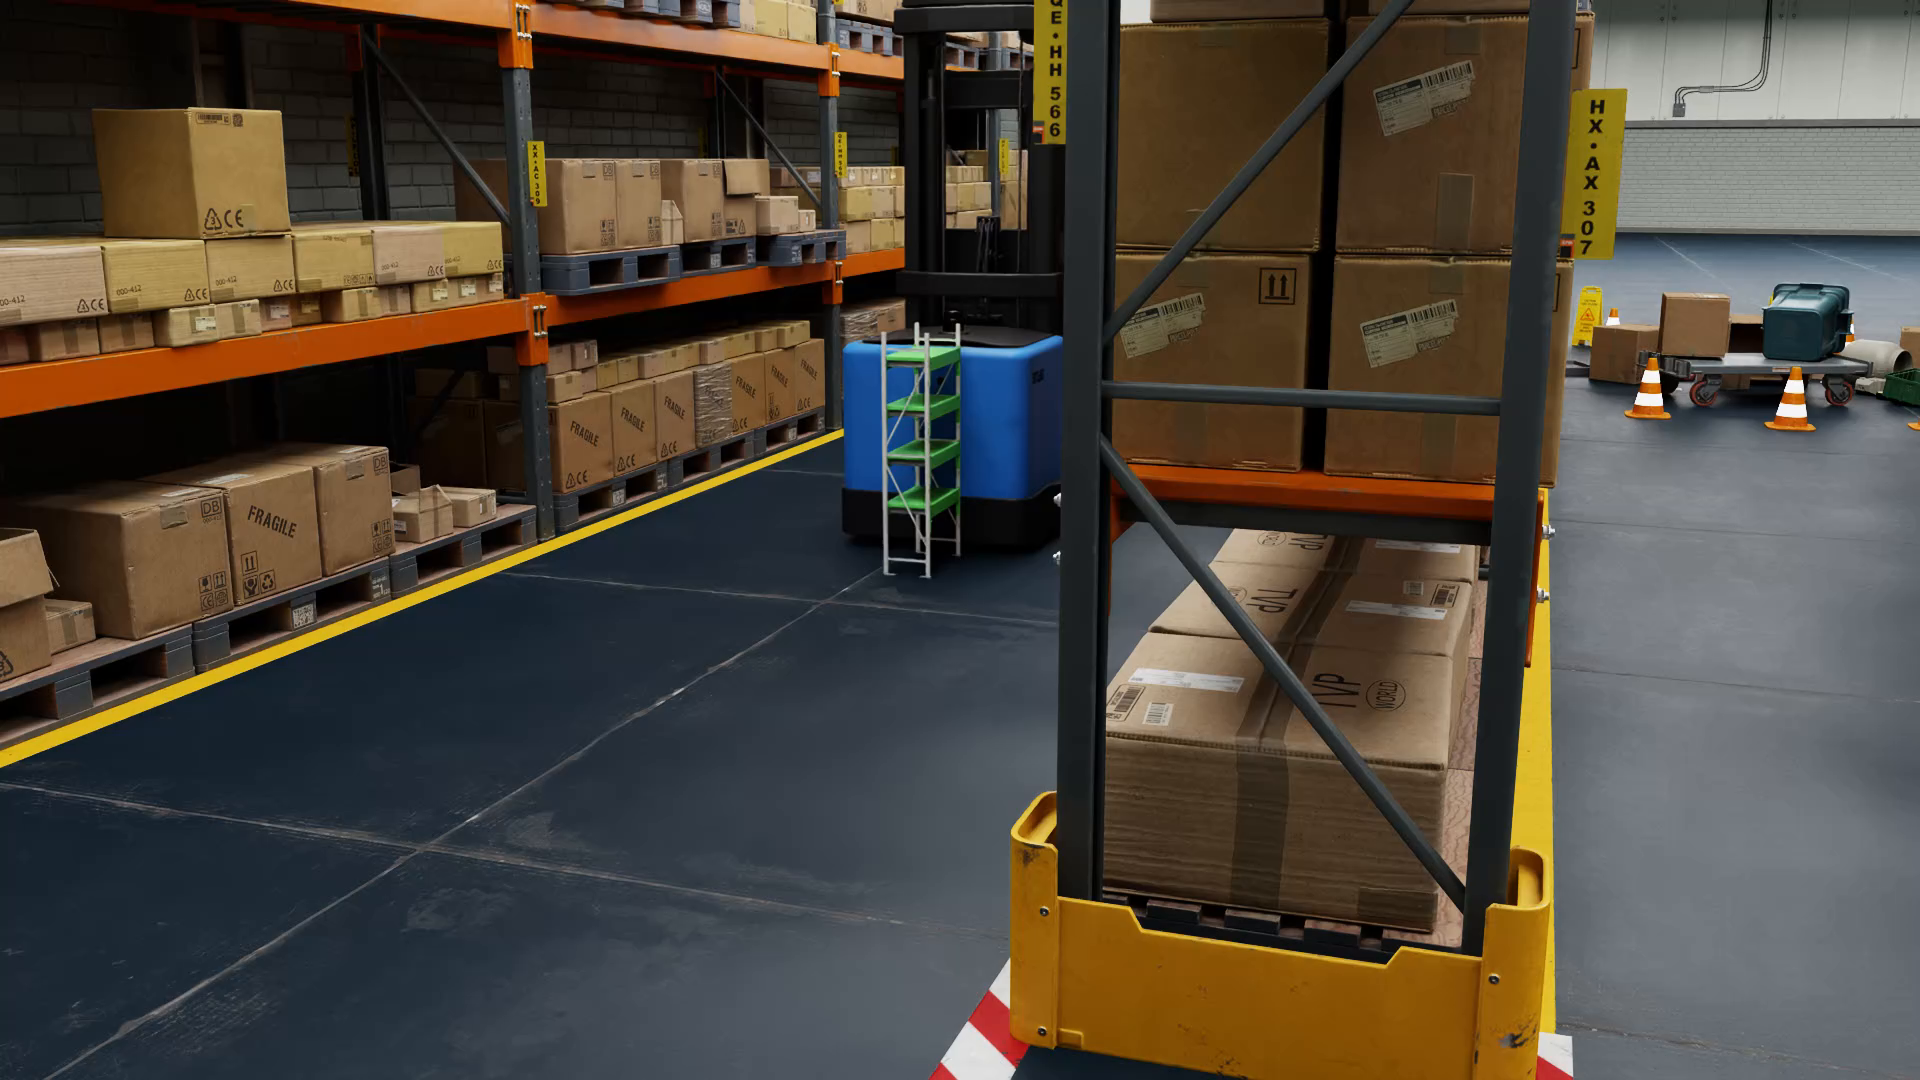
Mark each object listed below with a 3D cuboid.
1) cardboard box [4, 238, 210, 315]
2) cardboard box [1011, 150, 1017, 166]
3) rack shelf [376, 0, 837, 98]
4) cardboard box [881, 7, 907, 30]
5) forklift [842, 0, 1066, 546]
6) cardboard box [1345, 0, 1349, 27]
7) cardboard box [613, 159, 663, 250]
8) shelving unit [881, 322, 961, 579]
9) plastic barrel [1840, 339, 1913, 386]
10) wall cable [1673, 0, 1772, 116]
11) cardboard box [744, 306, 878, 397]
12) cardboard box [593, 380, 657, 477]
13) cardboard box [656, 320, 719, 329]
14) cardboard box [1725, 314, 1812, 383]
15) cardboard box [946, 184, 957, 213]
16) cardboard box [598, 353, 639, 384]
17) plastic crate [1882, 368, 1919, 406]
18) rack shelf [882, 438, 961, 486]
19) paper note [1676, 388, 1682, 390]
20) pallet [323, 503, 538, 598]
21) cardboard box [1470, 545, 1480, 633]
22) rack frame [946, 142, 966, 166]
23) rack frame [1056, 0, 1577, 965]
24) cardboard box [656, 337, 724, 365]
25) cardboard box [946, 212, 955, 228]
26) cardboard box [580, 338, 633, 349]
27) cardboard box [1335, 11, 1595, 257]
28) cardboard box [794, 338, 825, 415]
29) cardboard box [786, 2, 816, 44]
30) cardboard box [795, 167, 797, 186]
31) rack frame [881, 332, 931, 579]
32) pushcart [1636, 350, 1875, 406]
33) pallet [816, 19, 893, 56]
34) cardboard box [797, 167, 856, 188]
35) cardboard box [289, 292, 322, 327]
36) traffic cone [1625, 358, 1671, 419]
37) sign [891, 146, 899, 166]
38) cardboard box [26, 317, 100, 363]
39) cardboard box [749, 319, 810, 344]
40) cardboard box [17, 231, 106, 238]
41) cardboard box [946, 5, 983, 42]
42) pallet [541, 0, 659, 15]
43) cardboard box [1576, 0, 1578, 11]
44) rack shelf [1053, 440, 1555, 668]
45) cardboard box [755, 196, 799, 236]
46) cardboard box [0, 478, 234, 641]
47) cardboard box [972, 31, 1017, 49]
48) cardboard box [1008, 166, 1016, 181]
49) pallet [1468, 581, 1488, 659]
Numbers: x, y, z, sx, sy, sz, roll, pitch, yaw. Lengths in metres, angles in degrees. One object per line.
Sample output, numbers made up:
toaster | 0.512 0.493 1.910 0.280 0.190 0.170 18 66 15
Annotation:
cardboard box | -3.257 -1.013 6.353 0.500 0.250 0.500 4 13 17
cardboard box | 0.357 -3.850 16.764 0.380 0.149 0.250 4 13 17
rack shelf | -2.041 -3.027 10.384 1.077 0.370 4.000 4 14 18
cardboard box | -0.600 -4.450 13.610 0.500 0.500 0.500 5 14 20
forklift | 0.303 -1.680 9.762 1.130 2.935 3.031 4 13 17
cardboard box | 0.977 -1.453 4.684 0.380 0.149 0.250 4 14 18
cardboard box | -2.152 -1.942 9.588 0.700 0.500 0.500 5 14 19
shelving unit | -0.187 -0.457 8.292 0.258 1.200 0.503 4 13 17
plastic barrel | 8.230 -1.580 14.959 0.421 0.421 0.512 -8 15 -30
wall cable | 21.005 -14.676 45.424 2.305 6.003 0.169 4 14 18
cardboard box | -1.179 -1.514 13.271 0.875 0.625 0.625 5 14 20
cardboard box | -2.156 -0.678 9.893 0.500 0.500 0.500 4 14 18
cardboard box | -1.969 -1.497 12.022 0.380 0.149 0.250 5 14 20
cardboard box | 7.425 -1.763 15.278 0.797 0.637 0.503 4 14 18
cardboard box | -0.347 -3.011 14.653 0.500 0.250 0.500 5 14 20
cardboard box | -2.156 -1.030 9.976 0.380 0.149 0.250 4 13 17
plastic crate | 8.131 -1.275 14.022 0.662 0.188 0.450 -11 27 -40
rack shelf | -0.187 -0.394 8.306 0.258 0.148 0.480 4 13 17
paper note | 6.384 -1.363 14.891 0.148 0.019 0.142 4 14 18
pallet | -2.911 0.010 8.470 1.003 0.211 1.213 4 14 18
cardboard box | 1.705 0.031 6.923 0.875 0.438 0.875 4 13 18
rack frame | -0.097 -3.178 16.171 0.949 2.616 0.053 4 14 18
rack frame | 0.715 -0.295 3.540 1.000 3.000 0.127 4 14 18
cardboard box | -1.770 -1.239 10.892 0.380 0.149 0.250 4 13 16
cardboard box | -0.362 -2.772 14.728 0.500 0.250 0.500 4 14 19
cardboard box | -2.353 -1.221 10.813 0.380 0.149 0.250 4 13 16
cardboard box | 1.140 -0.912 3.771 0.500 0.500 0.500 4 13 17
cardboard box | -1.327 -1.218 12.256 0.500 0.500 0.500 5 14 20
cardboard box | -1.330 -3.600 11.615 0.500 0.250 0.500 4 13 17
cardboard box | -1.501 -2.847 13.040 0.380 0.149 0.250 5 14 20
rack frame | -0.261 -0.405 8.065 0.240 1.200 0.015 4 13 17
pushcart | 6.772 -1.390 14.229 1.648 0.377 0.936 0 13 -1
pallet | -1.259 -3.856 12.824 1.213 0.211 1.003 5 14 21
cardboard box | -1.012 -2.747 12.600 0.380 0.149 0.250 5 14 20
cardboard box | -3.033 -1.018 7.271 0.380 0.149 0.250 5 14 19
traffic cone | 5.522 -1.223 13.307 0.336 0.463 0.334 4 14 18
sign | -0.625 -3.679 16.241 0.100 0.325 0.005 4 14 18
cardboard box | -3.386 -0.742 6.064 0.380 0.149 0.250 5 14 20
cardboard box | -1.314 -1.516 12.106 0.380 0.149 0.250 4 13 16
cardboard box | -3.583 -1.162 7.007 0.500 0.250 0.500 4 14 18
cardboard box | -0.103 -4.681 15.046 0.500 0.311 0.500 4 13 17
pallet | -2.411 -2.997 9.059 1.213 0.211 1.003 4 14 18
cardboard box | 1.302 -1.309 4.054 0.380 0.149 0.250 5 14 20
rack shelf | 1.363 -0.366 5.465 1.077 0.370 4.000 4 14 18
cardboard box | -1.429 -2.222 11.377 0.500 0.250 0.500 4 13 16
cardboard box | -3.381 0.063 6.645 0.700 0.500 0.500 5 14 21
cardboard box | 0.333 -4.844 16.127 0.380 0.149 0.250 5 14 20
cardboard box | 0.335 -3.646 16.539 0.380 0.149 0.250 5 14 20
pallet | 1.690 0.377 6.864 1.003 0.211 1.213 4 14 18
